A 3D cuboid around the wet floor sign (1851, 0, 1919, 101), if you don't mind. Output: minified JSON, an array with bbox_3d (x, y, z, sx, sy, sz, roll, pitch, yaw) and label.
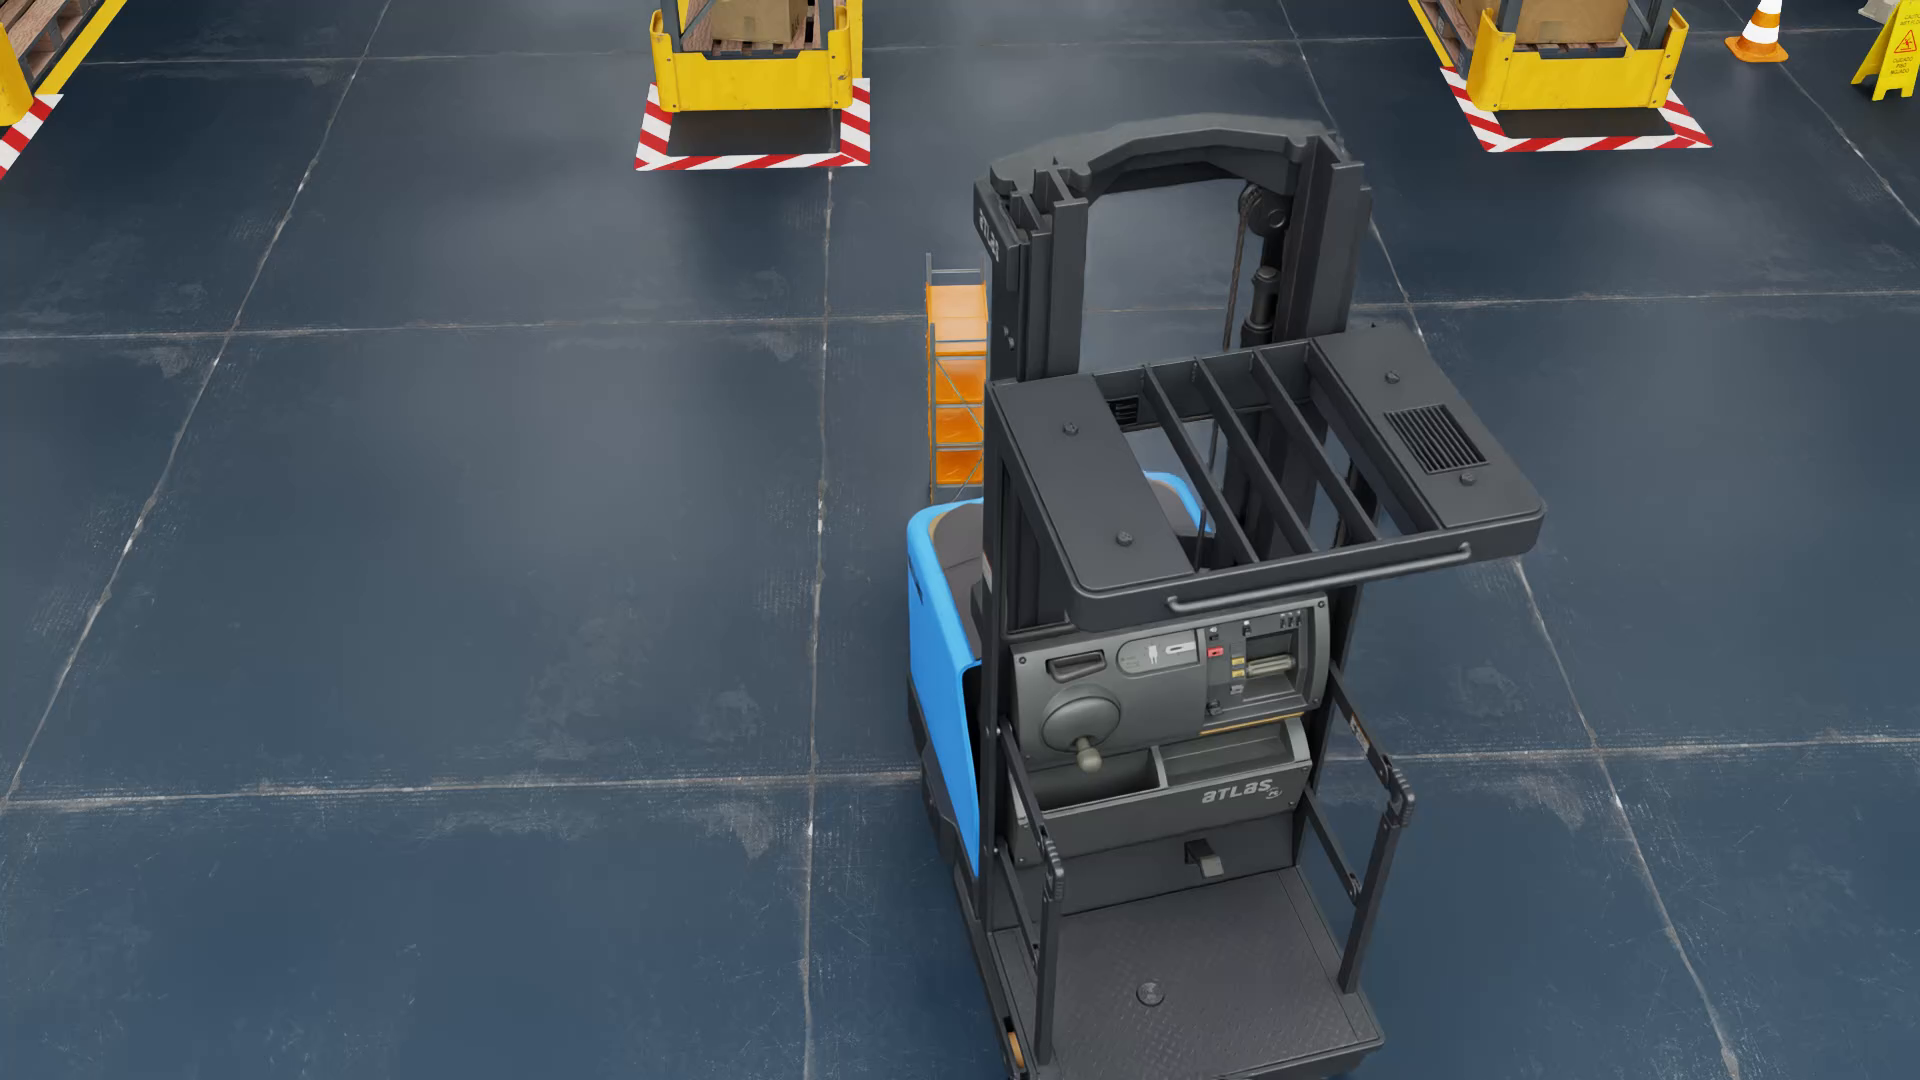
[{"bbox_3d":[5.696,-3.023,10.070,0.267,0.644,0.232,-8,43,-9],"label":"wet floor sign"}]

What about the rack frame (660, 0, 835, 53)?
[{"bbox_3d":[-1.243,-3.779,9.153,1.000,3.000,0.127,-2,43,-2],"label":"rack frame"}]

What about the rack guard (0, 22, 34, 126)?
[{"bbox_3d":[-6.242,-2.766,9.897,1.175,0.500,0.348,-2,43,-2],"label":"rack guard"}]

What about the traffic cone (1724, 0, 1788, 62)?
[{"bbox_3d":[5.113,-3.317,10.527,0.336,0.463,0.334,-2,43,-2],"label":"traffic cone"}]

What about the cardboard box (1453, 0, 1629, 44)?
[{"bbox_3d":[3.622,-3.681,10.307,0.875,0.875,0.875,-1,43,-2],"label":"cardboard box"}]

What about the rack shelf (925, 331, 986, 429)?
[{"bbox_3d":[-0.007,-0.669,6.861,0.258,0.148,0.480,-2,43,-2],"label":"rack shelf"}]

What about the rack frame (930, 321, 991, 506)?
[{"bbox_3d":[0.003,-0.389,6.787,0.240,1.200,0.015,-2,43,-2],"label":"rack frame"}]

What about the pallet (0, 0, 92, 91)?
[{"bbox_3d":[-6.271,-3.208,10.593,1.003,0.211,1.213,-2,43,-2],"label":"pallet"}]

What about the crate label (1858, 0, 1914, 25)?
[{"bbox_3d":[6.161,-3.529,10.999,0.250,0.136,0.298,-23,47,-23],"label":"crate label"}]

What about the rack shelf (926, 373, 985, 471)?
[{"bbox_3d":[-0.007,-0.504,7.012,0.258,0.148,0.480,-2,43,-2],"label":"rack shelf"}]

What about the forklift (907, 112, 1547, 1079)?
[{"bbox_3d":[0.659,0.489,4.548,1.130,2.935,3.031,-10,43,-10],"label":"forklift"}]

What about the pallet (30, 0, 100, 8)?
[{"bbox_3d":[-6.320,-4.029,11.490,1.003,0.211,1.213,-2,43,-2],"label":"pallet"}]

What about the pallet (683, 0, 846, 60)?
[{"bbox_3d":[-1.245,-3.352,10.751,1.003,0.211,1.213,-2,43,-2],"label":"pallet"}]

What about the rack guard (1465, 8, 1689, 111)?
[{"bbox_3d":[3.718,-2.916,10.061,1.175,0.500,0.348,-2,43,-2],"label":"rack guard"}]

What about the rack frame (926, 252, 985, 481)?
[{"bbox_3d":[-0.017,-0.719,7.146,0.240,1.200,0.015,-2,43,-2],"label":"rack frame"}]

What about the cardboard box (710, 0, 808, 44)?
[{"bbox_3d":[-1.253,-3.435,10.316,0.500,0.500,0.500,6,43,6],"label":"cardboard box"}]

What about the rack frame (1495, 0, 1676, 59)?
[{"bbox_3d":[3.717,-3.853,9.234,1.000,3.000,0.127,-2,43,-2],"label":"rack frame"}]

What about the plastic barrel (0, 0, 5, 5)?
[{"bbox_3d":[-6.317,-3.655,10.548,0.421,0.512,0.421,0,43,0],"label":"plastic barrel"}]

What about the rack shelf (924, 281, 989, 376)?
[{"bbox_3d":[-0.007,-0.844,6.701,0.258,0.148,0.480,-2,43,-2],"label":"rack shelf"}]

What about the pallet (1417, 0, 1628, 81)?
[{"bbox_3d":[3.605,-3.363,10.763,1.003,0.211,1.213,-2,43,-2],"label":"pallet"}]

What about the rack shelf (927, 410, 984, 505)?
[{"bbox_3d":[-0.007,-0.358,7.146,0.258,0.148,0.480,-2,43,-2],"label":"rack shelf"}]

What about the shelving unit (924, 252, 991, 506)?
[{"bbox_3d":[-0.007,-0.554,6.966,0.258,1.200,0.503,-2,43,-2],"label":"shelving unit"}]

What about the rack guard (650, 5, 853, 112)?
[{"bbox_3d":[-1.246,-2.909,10.054,1.175,0.500,0.348,-2,43,-2],"label":"rack guard"}]
